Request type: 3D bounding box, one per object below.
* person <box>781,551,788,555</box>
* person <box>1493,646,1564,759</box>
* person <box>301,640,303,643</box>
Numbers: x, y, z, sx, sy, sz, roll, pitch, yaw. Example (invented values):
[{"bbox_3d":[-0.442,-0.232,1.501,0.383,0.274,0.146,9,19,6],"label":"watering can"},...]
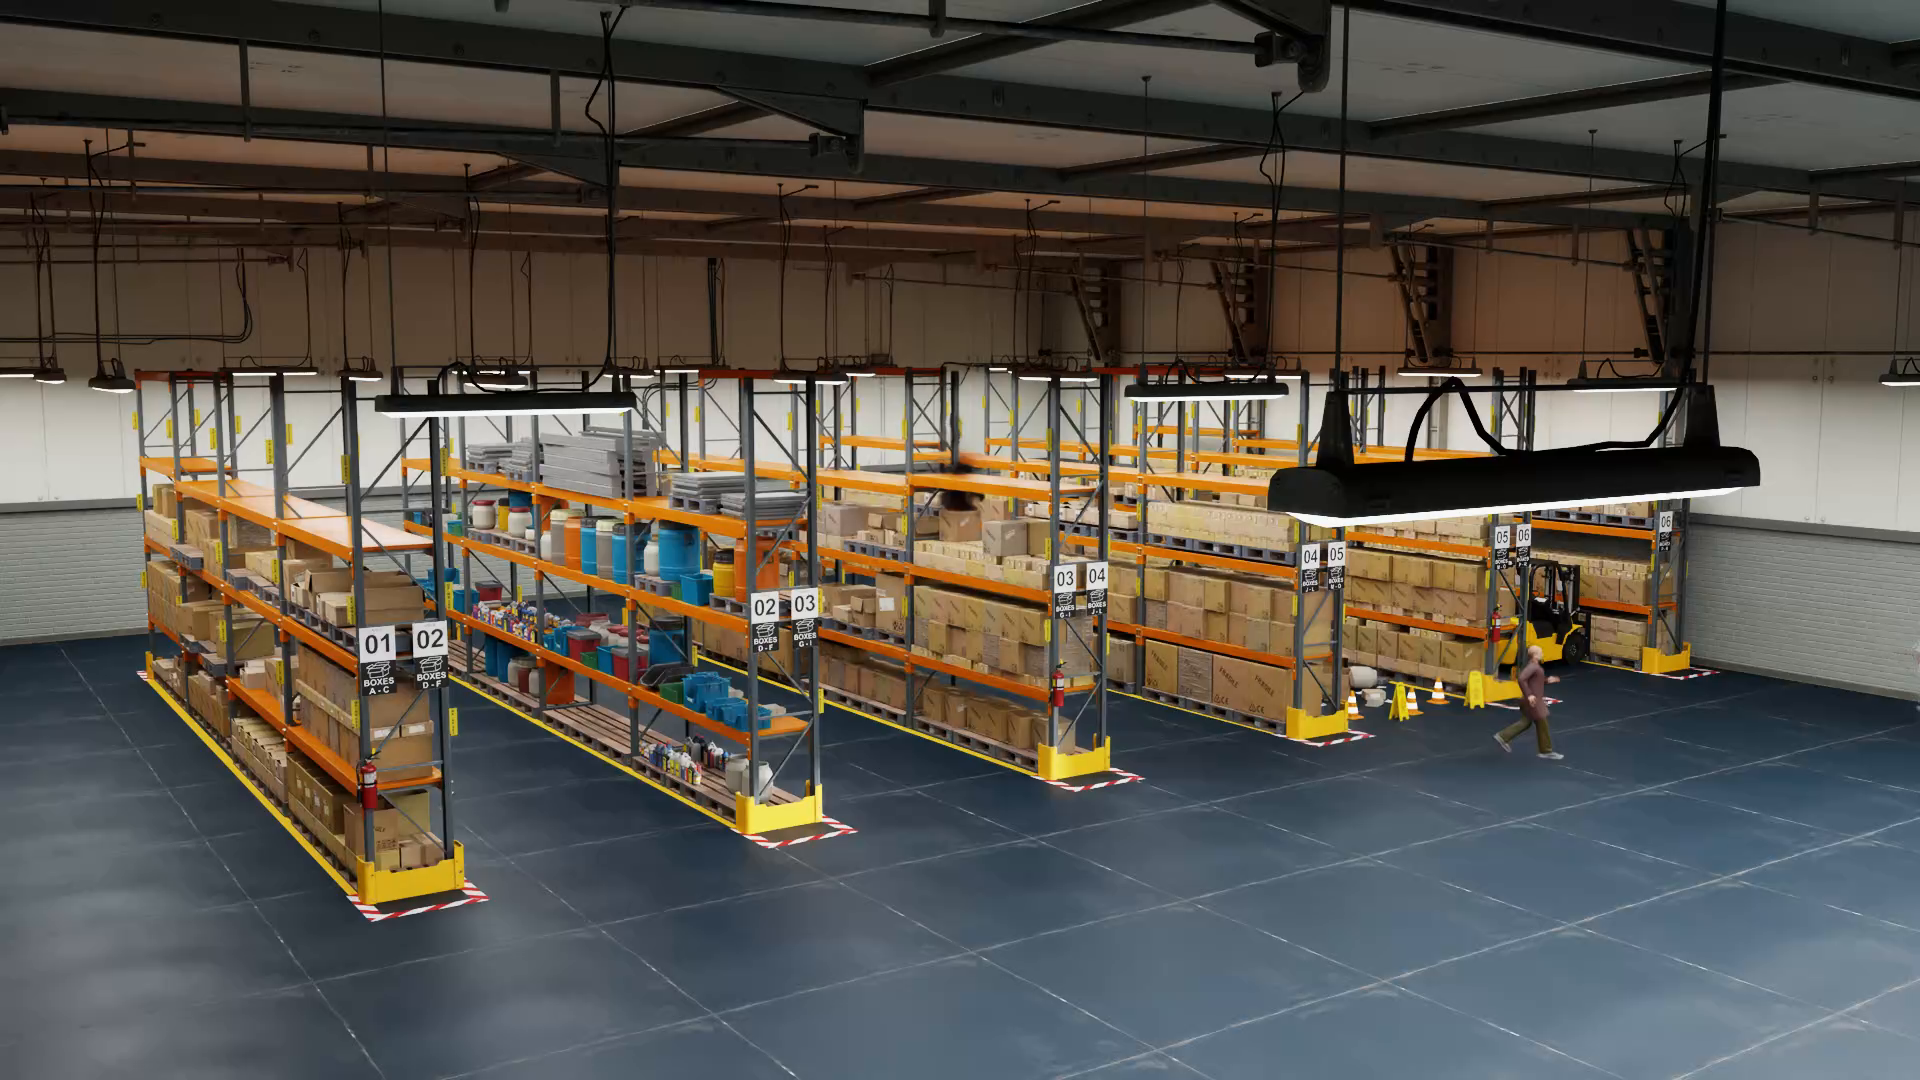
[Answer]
[{"bbox_3d":[-4.230,1.097,39.409,0.702,1.667,0.796,-1,6,-6],"label":"person"},{"bbox_3d":[8.854,2.508,25.819,1.049,1.761,0.704,1,7,11],"label":"person"},{"bbox_3d":[-12.562,1.840,32.103,0.670,1.814,0.834,-6,9,-44],"label":"person"}]
